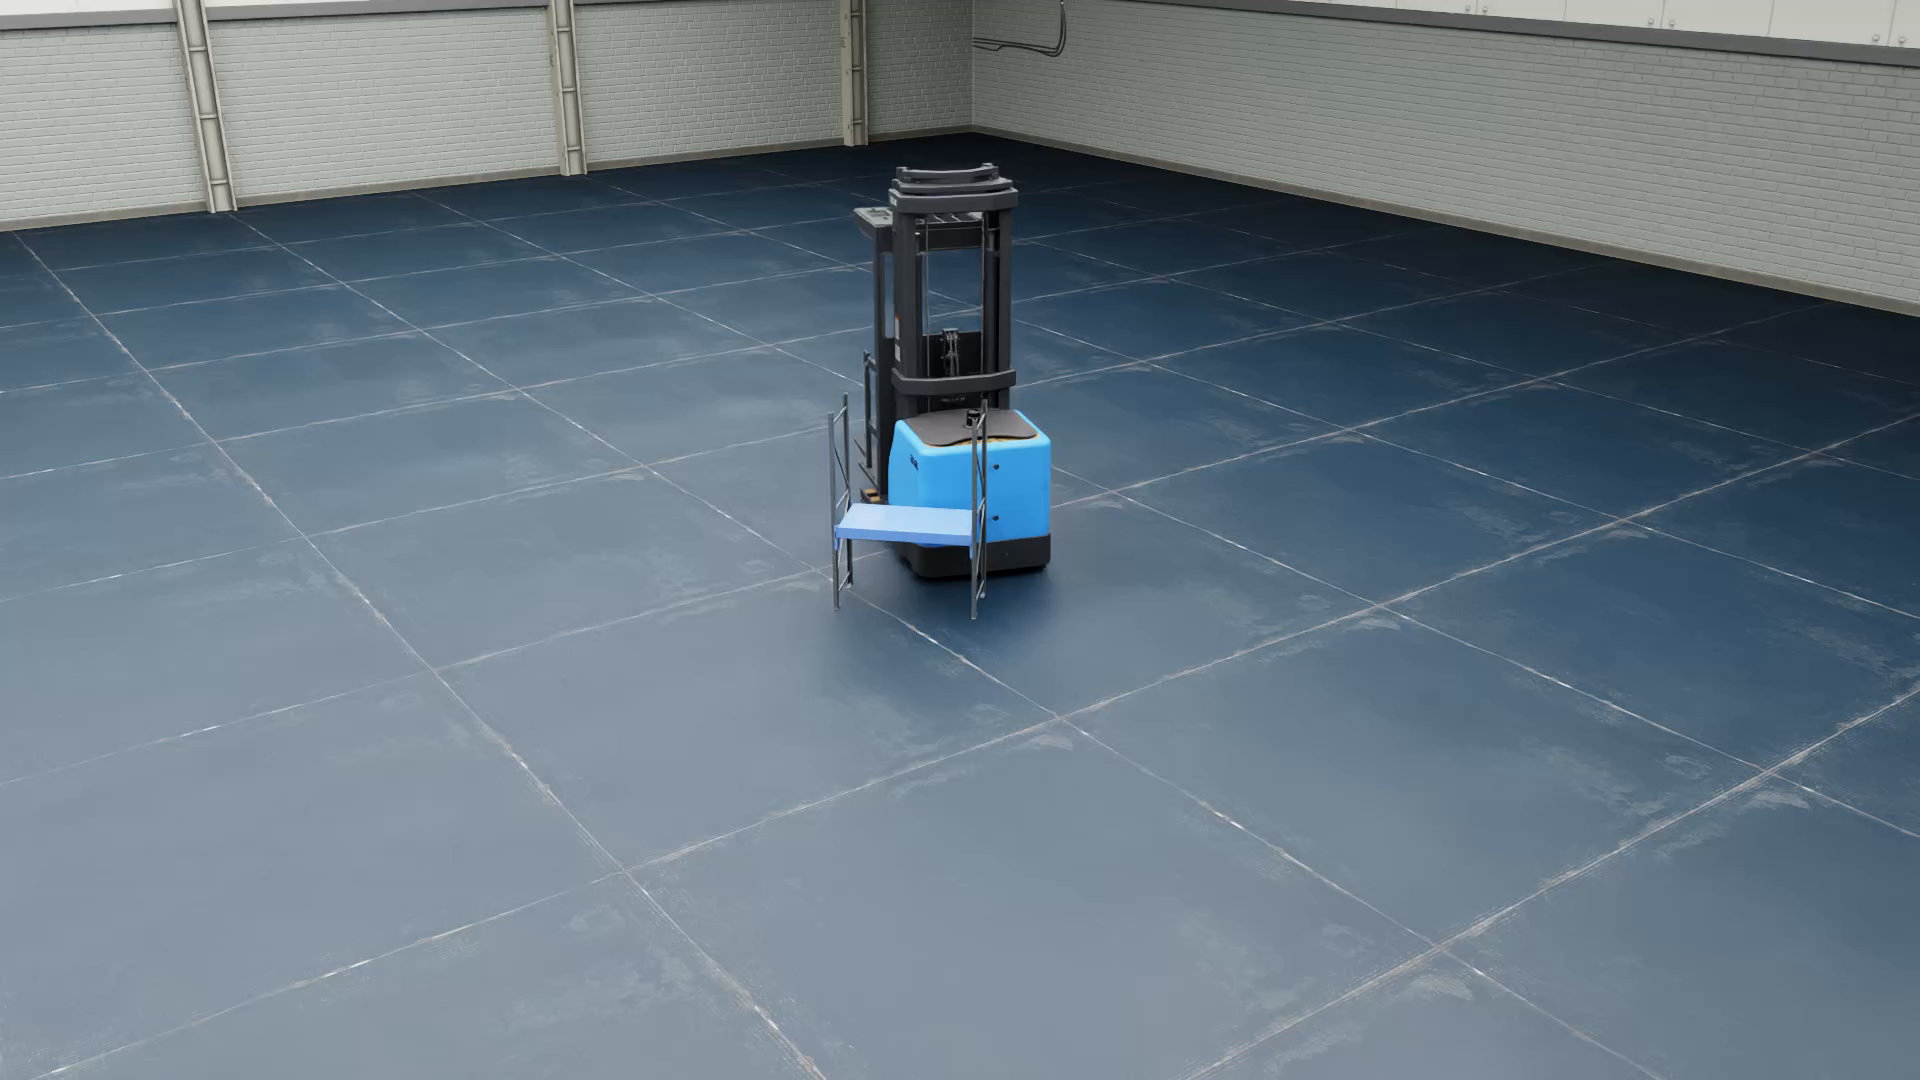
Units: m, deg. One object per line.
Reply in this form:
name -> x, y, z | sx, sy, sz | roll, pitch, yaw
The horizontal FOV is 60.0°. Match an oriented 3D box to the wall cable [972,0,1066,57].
wall cable -> 1.088, -10.858, 32.654 | 0.112, 2.526, 3.097 | -15, 26, -33

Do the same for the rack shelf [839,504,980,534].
rack shelf -> -0.362, -0.140, 12.030 | 0.952, 0.026, 0.459 | 4, 22, 9

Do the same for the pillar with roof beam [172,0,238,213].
pillar with roof beam -> -9.303, -8.168, 21.723 | 0.400, 9.000, 9.100 | -15, 26, -33

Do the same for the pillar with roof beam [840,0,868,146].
pillar with roof beam -> 0.438, -10.765, 28.232 | 0.400, 9.000, 9.100 | -15, 26, -33

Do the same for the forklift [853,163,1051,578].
forklift -> -0.212, -1.594, 13.435 | 1.130, 2.935, 3.031 | -6, 23, -15

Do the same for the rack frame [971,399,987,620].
rack frame -> 0.139, -0.214, 11.910 | 0.032, 1.500, 0.500 | 4, 22, 9

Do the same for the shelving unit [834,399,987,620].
shelving unit -> -0.358, -0.245, 11.987 | 1.039, 1.500, 0.500 | 4, 22, 9

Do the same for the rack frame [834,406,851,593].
rack frame -> -0.864, -0.277, 12.068 | 0.013, 1.308, 0.475 | 4, 22, 9

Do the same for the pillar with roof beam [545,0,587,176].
pillar with roof beam -> -4.432, -9.466, 24.977 | 0.400, 9.000, 9.100 | -15, 26, -33
